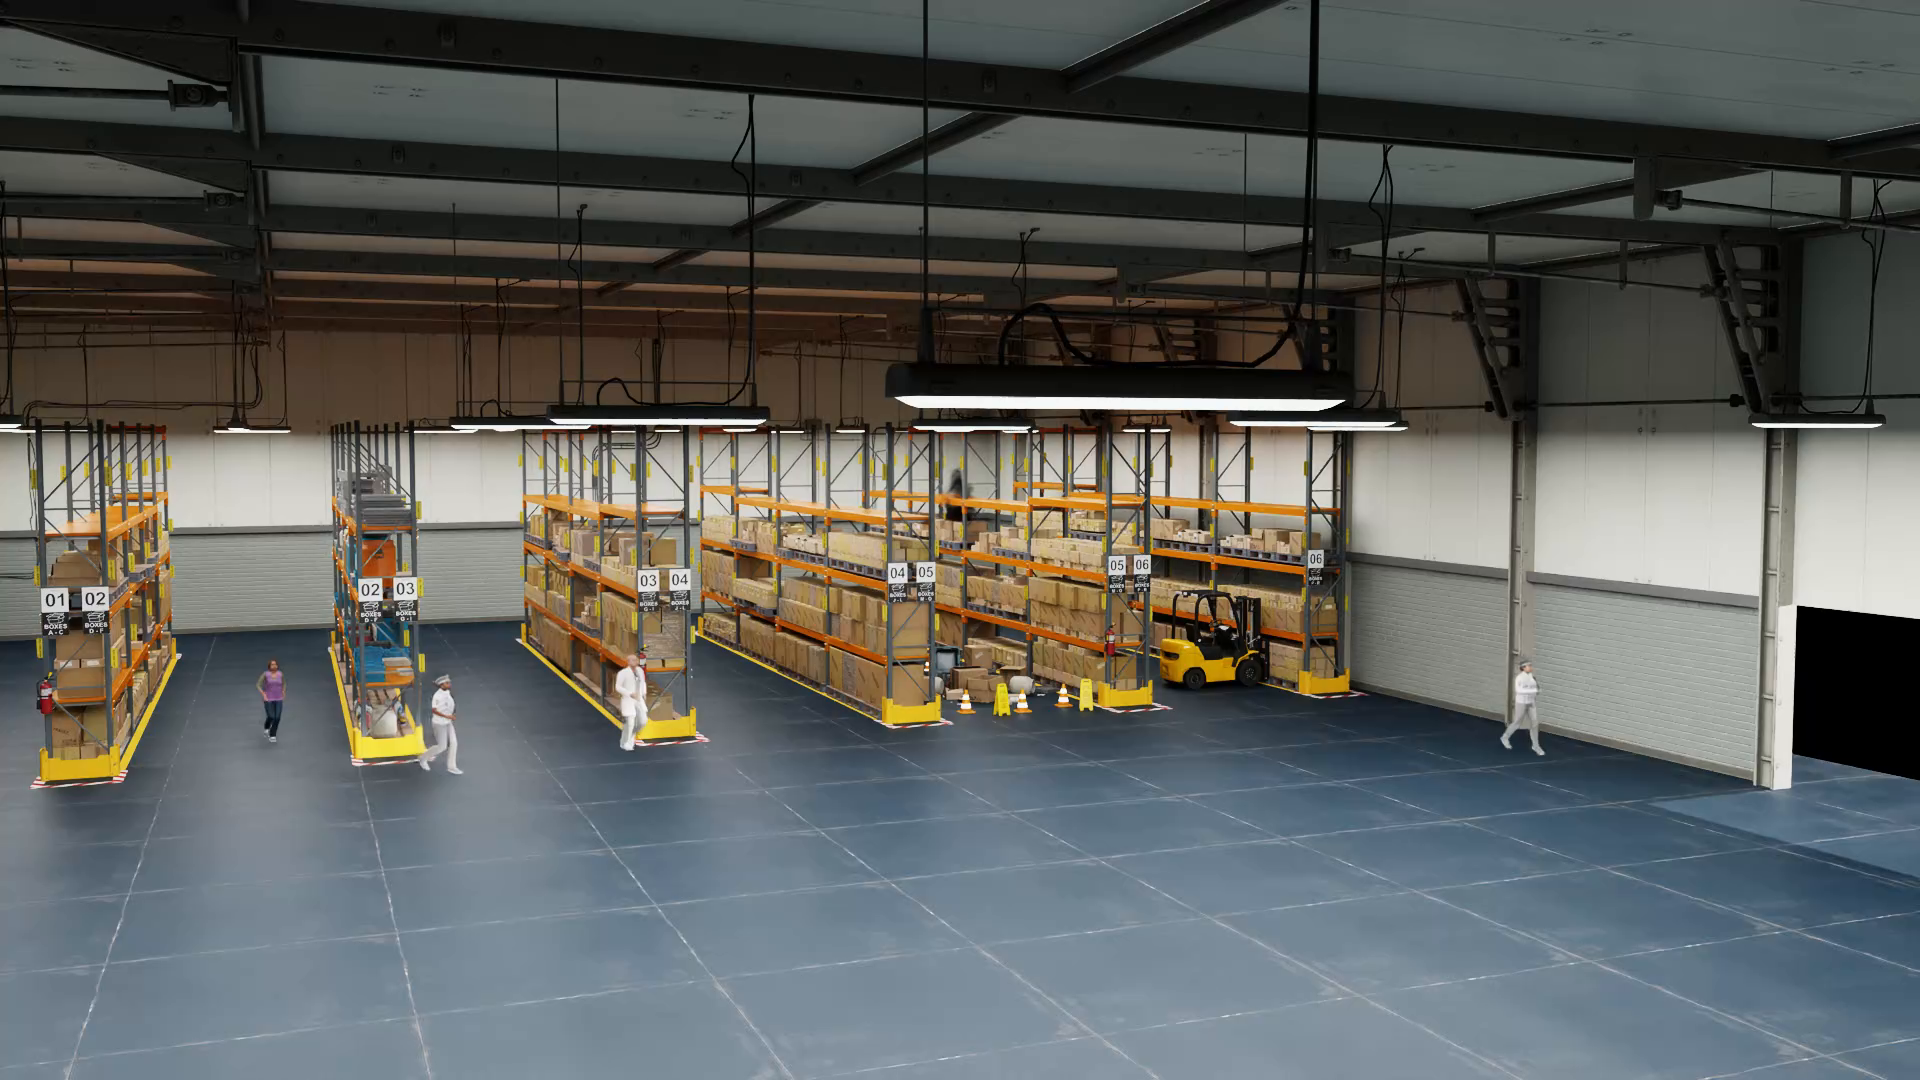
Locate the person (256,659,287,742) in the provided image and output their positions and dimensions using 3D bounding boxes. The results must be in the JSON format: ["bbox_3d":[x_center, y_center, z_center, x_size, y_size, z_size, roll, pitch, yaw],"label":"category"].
[{"bbox_3d":[-12.826,3.001,31.056,0.518,1.554,0.526,-3,5,-38],"label":"person"}]

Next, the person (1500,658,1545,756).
[{"bbox_3d":[10.164,2.981,30.016,0.597,1.722,0.866,-3,4,-35],"label":"person"}]

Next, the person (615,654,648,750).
[{"bbox_3d":[-5.941,2.956,30.333,0.613,1.743,0.755,3,5,41],"label":"person"}]

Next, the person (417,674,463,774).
[{"bbox_3d":[-8.806,3.125,28.231,0.751,1.705,0.601,0,4,6],"label":"person"}]
